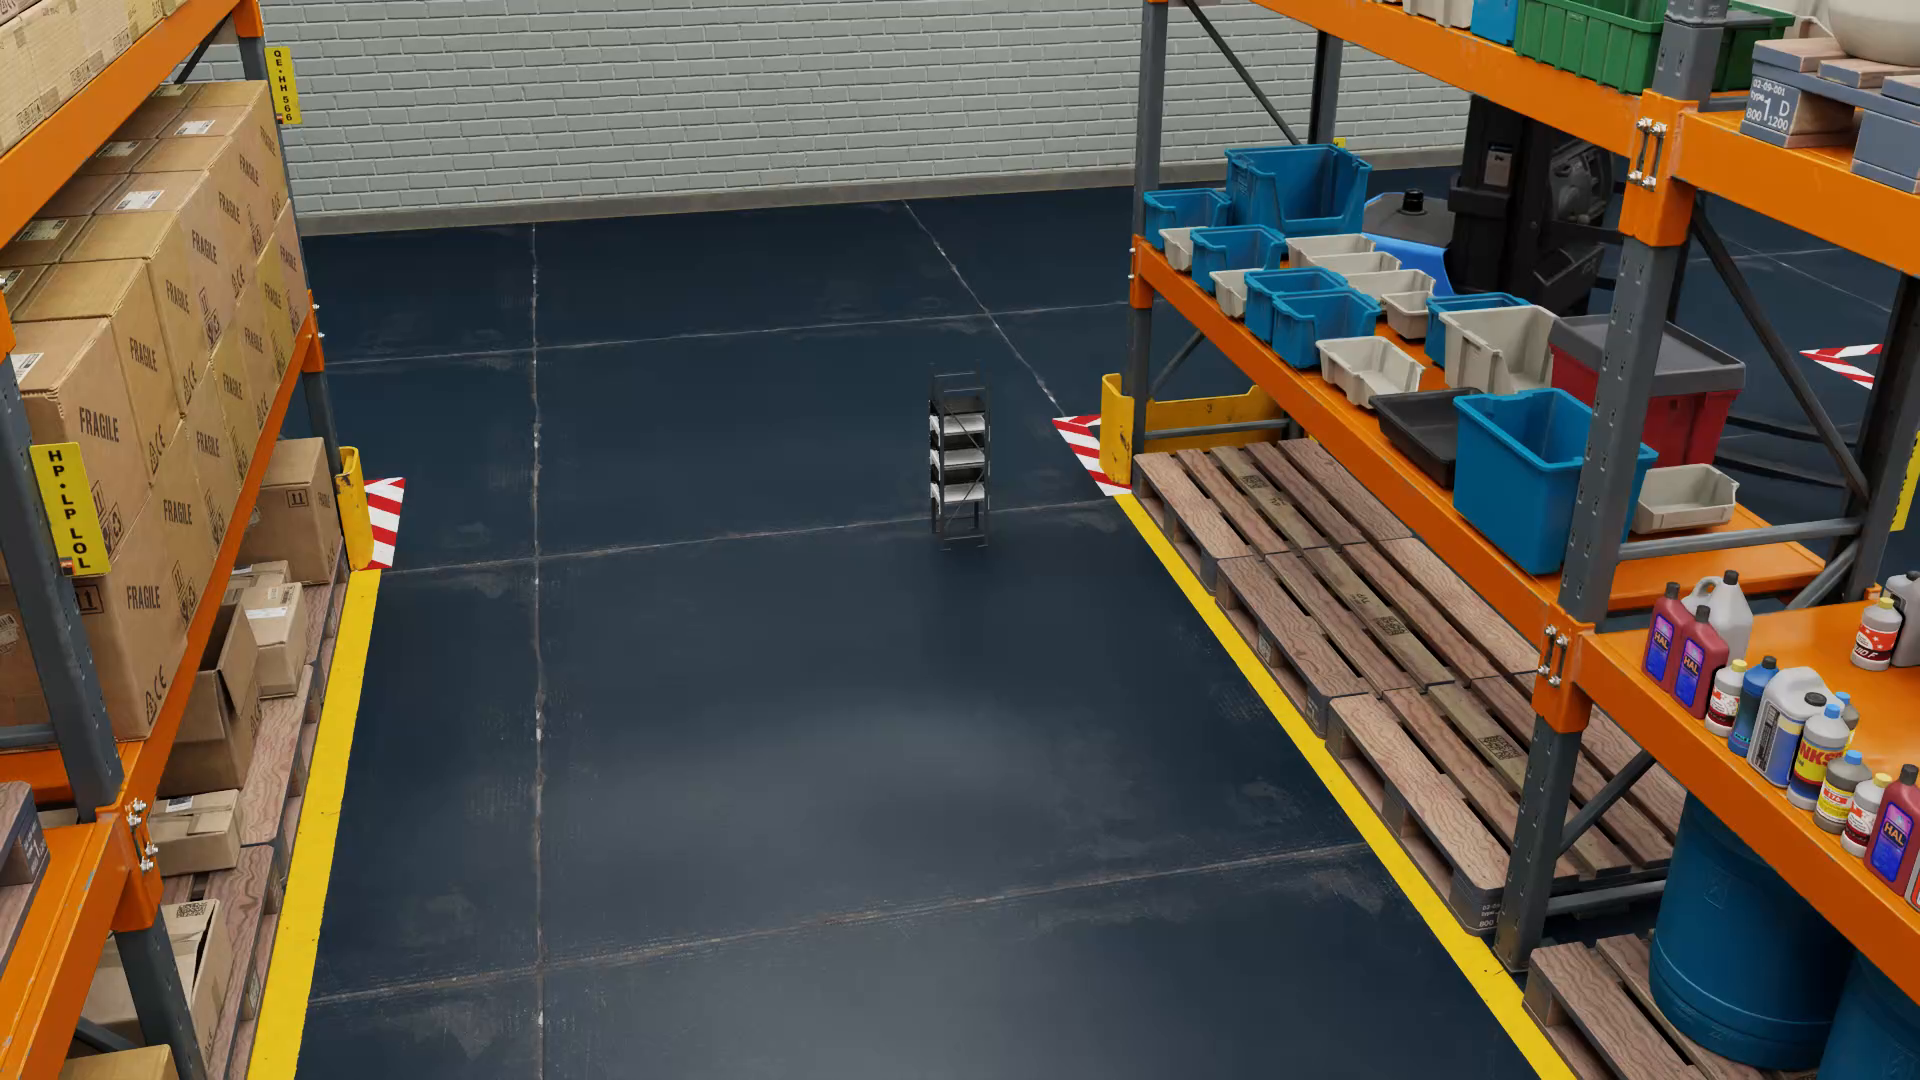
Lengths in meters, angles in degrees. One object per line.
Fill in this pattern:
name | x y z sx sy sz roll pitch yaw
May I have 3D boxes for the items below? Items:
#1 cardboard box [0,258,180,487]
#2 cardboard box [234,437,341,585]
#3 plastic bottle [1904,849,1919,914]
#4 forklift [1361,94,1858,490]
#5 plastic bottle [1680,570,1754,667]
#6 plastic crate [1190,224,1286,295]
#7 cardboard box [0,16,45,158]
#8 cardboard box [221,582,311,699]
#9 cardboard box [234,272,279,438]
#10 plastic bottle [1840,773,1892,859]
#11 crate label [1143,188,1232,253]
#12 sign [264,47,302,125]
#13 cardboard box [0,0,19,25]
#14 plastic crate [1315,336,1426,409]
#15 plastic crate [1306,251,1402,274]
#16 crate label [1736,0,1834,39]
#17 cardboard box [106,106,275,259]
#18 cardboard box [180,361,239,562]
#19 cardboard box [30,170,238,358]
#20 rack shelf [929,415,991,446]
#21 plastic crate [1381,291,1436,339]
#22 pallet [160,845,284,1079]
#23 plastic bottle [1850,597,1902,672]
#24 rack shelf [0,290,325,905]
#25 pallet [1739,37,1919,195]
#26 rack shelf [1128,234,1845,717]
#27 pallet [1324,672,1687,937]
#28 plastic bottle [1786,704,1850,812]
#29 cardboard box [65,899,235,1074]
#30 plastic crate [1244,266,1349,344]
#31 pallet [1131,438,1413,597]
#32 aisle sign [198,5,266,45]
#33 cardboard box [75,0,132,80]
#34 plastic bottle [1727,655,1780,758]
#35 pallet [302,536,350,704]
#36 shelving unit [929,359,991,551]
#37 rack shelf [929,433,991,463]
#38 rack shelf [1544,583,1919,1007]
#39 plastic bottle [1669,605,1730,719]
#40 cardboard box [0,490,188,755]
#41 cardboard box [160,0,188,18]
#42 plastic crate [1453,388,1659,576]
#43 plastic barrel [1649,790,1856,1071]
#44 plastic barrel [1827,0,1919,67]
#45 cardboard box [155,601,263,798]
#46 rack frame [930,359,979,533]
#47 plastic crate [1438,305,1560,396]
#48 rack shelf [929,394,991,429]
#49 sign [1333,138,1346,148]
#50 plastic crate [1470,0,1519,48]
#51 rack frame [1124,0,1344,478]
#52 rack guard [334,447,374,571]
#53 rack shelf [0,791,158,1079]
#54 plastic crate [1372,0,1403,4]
cardboard box | -2.504 -0.445 4.582 0.500 0.500 0.500 -7 28 -13
cardboard box | -3.094 -0.115 7.435 0.500 0.500 0.500 -6 27 -12
plastic bottle | 2.213 0.710 3.652 0.152 0.276 0.135 -6 27 -12
forklift | 3.471 -1.894 8.751 3.031 2.935 1.130 19 33 33
plastic bottle | 2.044 0.234 4.513 0.144 0.351 0.185 -6 27 -12
plastic crate | 1.253 -1.271 7.558 0.416 0.233 0.300 -6 27 -12
cardboard box | -2.424 -1.003 3.746 0.500 0.250 0.500 -6 27 -12
cardboard box | -2.909 0.417 6.659 0.500 0.250 0.500 -6 27 -12
cardboard box | -2.863 -0.677 6.151 0.500 0.500 0.500 -6 27 -11
plastic bottle | 2.131 0.637 3.880 0.097 0.201 0.097 0 27 0
crate label | 1.105 -1.560 8.131 0.416 0.233 0.303 -6 27 -12
sign | -2.911 -1.954 7.156 0.100 0.325 0.005 -6 27 -12
cardboard box | -2.423 -1.226 3.633 0.500 0.250 0.500 -6 27 -12
plastic crate | 1.586 -0.637 6.408 0.293 0.136 0.466 -6 27 -12
plastic crate | 1.782 -1.190 7.506 0.396 0.136 0.243 -6 27 -12
crate label | 2.443 -1.459 4.776 0.293 0.136 0.466 -6 27 -12
cardboard box | -2.974 -1.350 6.375 0.500 0.500 0.500 -5 27 -10
cardboard box | -2.634 -0.233 5.271 0.500 0.500 0.500 -6 27 -12
cardboard box | -2.737 -0.898 5.479 0.500 0.500 0.500 -5 27 -10
rack shelf | -0.002 -0.536 7.988 0.258 0.077 0.200 -6 27 -12
plastic crate | 1.953 -0.943 7.014 0.298 0.136 0.250 -6 27 -12
pallet | -2.709 1.451 5.141 1.003 0.211 1.213 -6 27 -12
plastic bottle | 2.558 0.256 4.634 0.097 0.201 0.097 0 27 0
rack shelf | -3.006 -0.049 5.817 1.077 0.370 4.000 -6 27 -12
pallet | 2.543 -0.914 3.613 1.213 0.211 1.003 -6 27 -12
rack shelf | 1.821 -0.550 6.810 1.077 0.370 4.000 -6 27 -12
pallet | 2.068 0.932 6.168 1.003 0.211 1.213 -6 27 -12
plastic bottle | 2.087 0.520 4.034 0.097 0.271 0.097 0 27 0
cardboard box | -2.439 1.305 4.830 0.500 0.311 0.500 -6 27 -12
plastic crate | 1.402 -0.982 6.986 0.416 0.233 0.300 -6 27 -12
pallet | 1.518 -0.139 8.291 1.003 0.211 1.213 -6 27 -12
aisle sign | -3.174 -2.470 6.929 0.394 0.787 0.004 -6 27 -12
cardboard box | -2.644 -1.443 4.617 0.500 0.250 0.500 -6 27 -12
plastic bottle | 2.034 0.418 4.235 0.097 0.271 0.097 0 27 0
pallet | -3.259 0.380 7.263 1.003 0.211 1.213 -6 27 -12
shelving unit | -0.002 -0.405 8.054 0.258 0.900 0.210 -6 27 -12
rack shelf | -0.002 -0.456 8.029 0.258 0.077 0.200 -6 27 -12
rack shelf | 2.722 1.206 3.331 1.077 0.370 4.000 -6 27 -12
plastic bottle | 1.969 0.321 4.414 0.061 0.283 0.133 -6 27 -12
cardboard box | -2.405 0.212 4.391 0.500 0.500 0.500 -5 27 -10
cardboard box | -2.857 -1.883 5.489 0.500 0.250 0.500 -6 27 -12
plastic crate | 1.834 -0.184 5.236 0.392 0.384 0.575 -6 27 -12
plastic barrel | 2.378 0.996 4.810 0.600 0.901 0.708 -6 27 -12
plastic barrel | 2.146 -1.324 3.599 0.433 0.535 0.433 0 27 0
cardboard box | -2.984 0.602 6.012 0.797 0.503 0.637 -6 27 -12
rack frame | -0.025 -0.450 8.143 0.240 0.900 0.006 -6 27 -12
plastic crate | 2.107 -0.657 6.287 0.437 0.282 0.530 -6 27 -12
rack shelf | -0.002 -0.617 7.948 0.258 0.077 0.200 -6 27 -12
sign | 1.902 -1.885 8.475 0.100 0.325 0.005 -6 27 -12
plastic crate | 1.755 -1.625 4.998 0.416 0.233 0.300 -6 27 -12
rack frame | 1.370 -1.750 8.387 1.000 3.000 0.127 -6 27 -12
rack guard | -3.440 -0.099 7.891 1.175 0.500 0.348 -6 27 -12
rack shelf | -2.104 1.707 2.338 1.077 0.370 4.000 -6 27 -12
plastic crate | 1.569 -2.032 5.748 0.437 0.282 0.530 -6 27 -12
